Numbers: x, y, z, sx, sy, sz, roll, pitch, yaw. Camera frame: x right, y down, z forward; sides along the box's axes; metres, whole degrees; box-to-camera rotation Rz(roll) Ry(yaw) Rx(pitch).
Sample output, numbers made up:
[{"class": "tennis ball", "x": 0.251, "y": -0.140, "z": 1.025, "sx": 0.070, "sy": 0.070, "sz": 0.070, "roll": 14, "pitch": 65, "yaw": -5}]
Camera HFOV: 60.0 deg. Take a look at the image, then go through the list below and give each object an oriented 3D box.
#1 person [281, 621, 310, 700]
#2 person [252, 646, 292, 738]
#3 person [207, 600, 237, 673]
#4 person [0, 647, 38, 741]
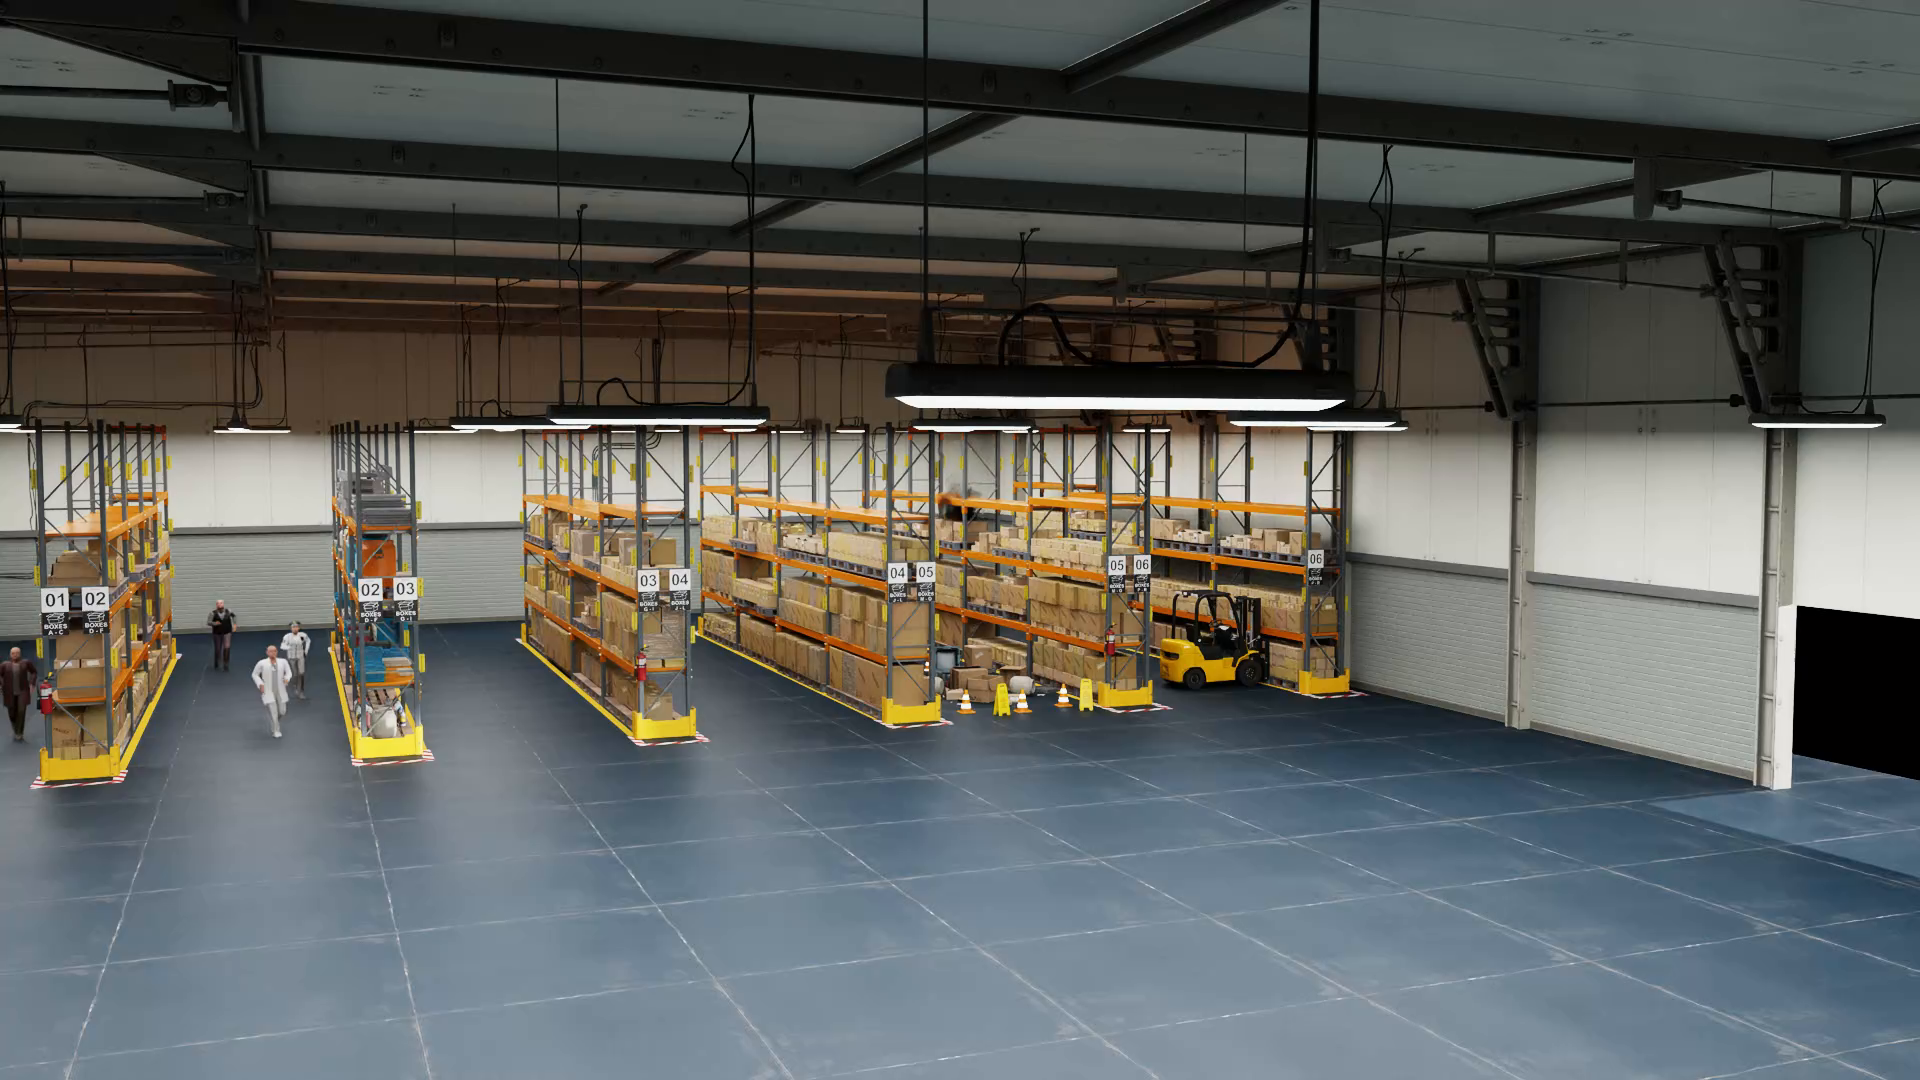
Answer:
[{"class": "person", "x": -14.543, "y": 2.622, "z": 36.408, "sx": 0.588, "sy": 1.733, "sz": 0.793, "roll": -1, "pitch": 4, "yaw": -18}, {"class": "person", "x": -13.086, "y": 2.872, "z": 31.662, "sx": 0.704, "sy": 1.734, "sz": 0.724, "roll": -3, "pitch": 4, "yaw": -35}, {"class": "person", "x": -18.001, "y": 2.334, "z": 40.572, "sx": 0.662, "sy": 1.776, "sz": 0.891, "roll": -2, "pitch": 4, "yaw": -24}, {"class": "person", "x": -17.862, "y": 2.887, "z": 31.516, "sx": 0.702, "sy": 1.743, "sz": 0.846, "roll": -2, "pitch": 4, "yaw": -27}]
